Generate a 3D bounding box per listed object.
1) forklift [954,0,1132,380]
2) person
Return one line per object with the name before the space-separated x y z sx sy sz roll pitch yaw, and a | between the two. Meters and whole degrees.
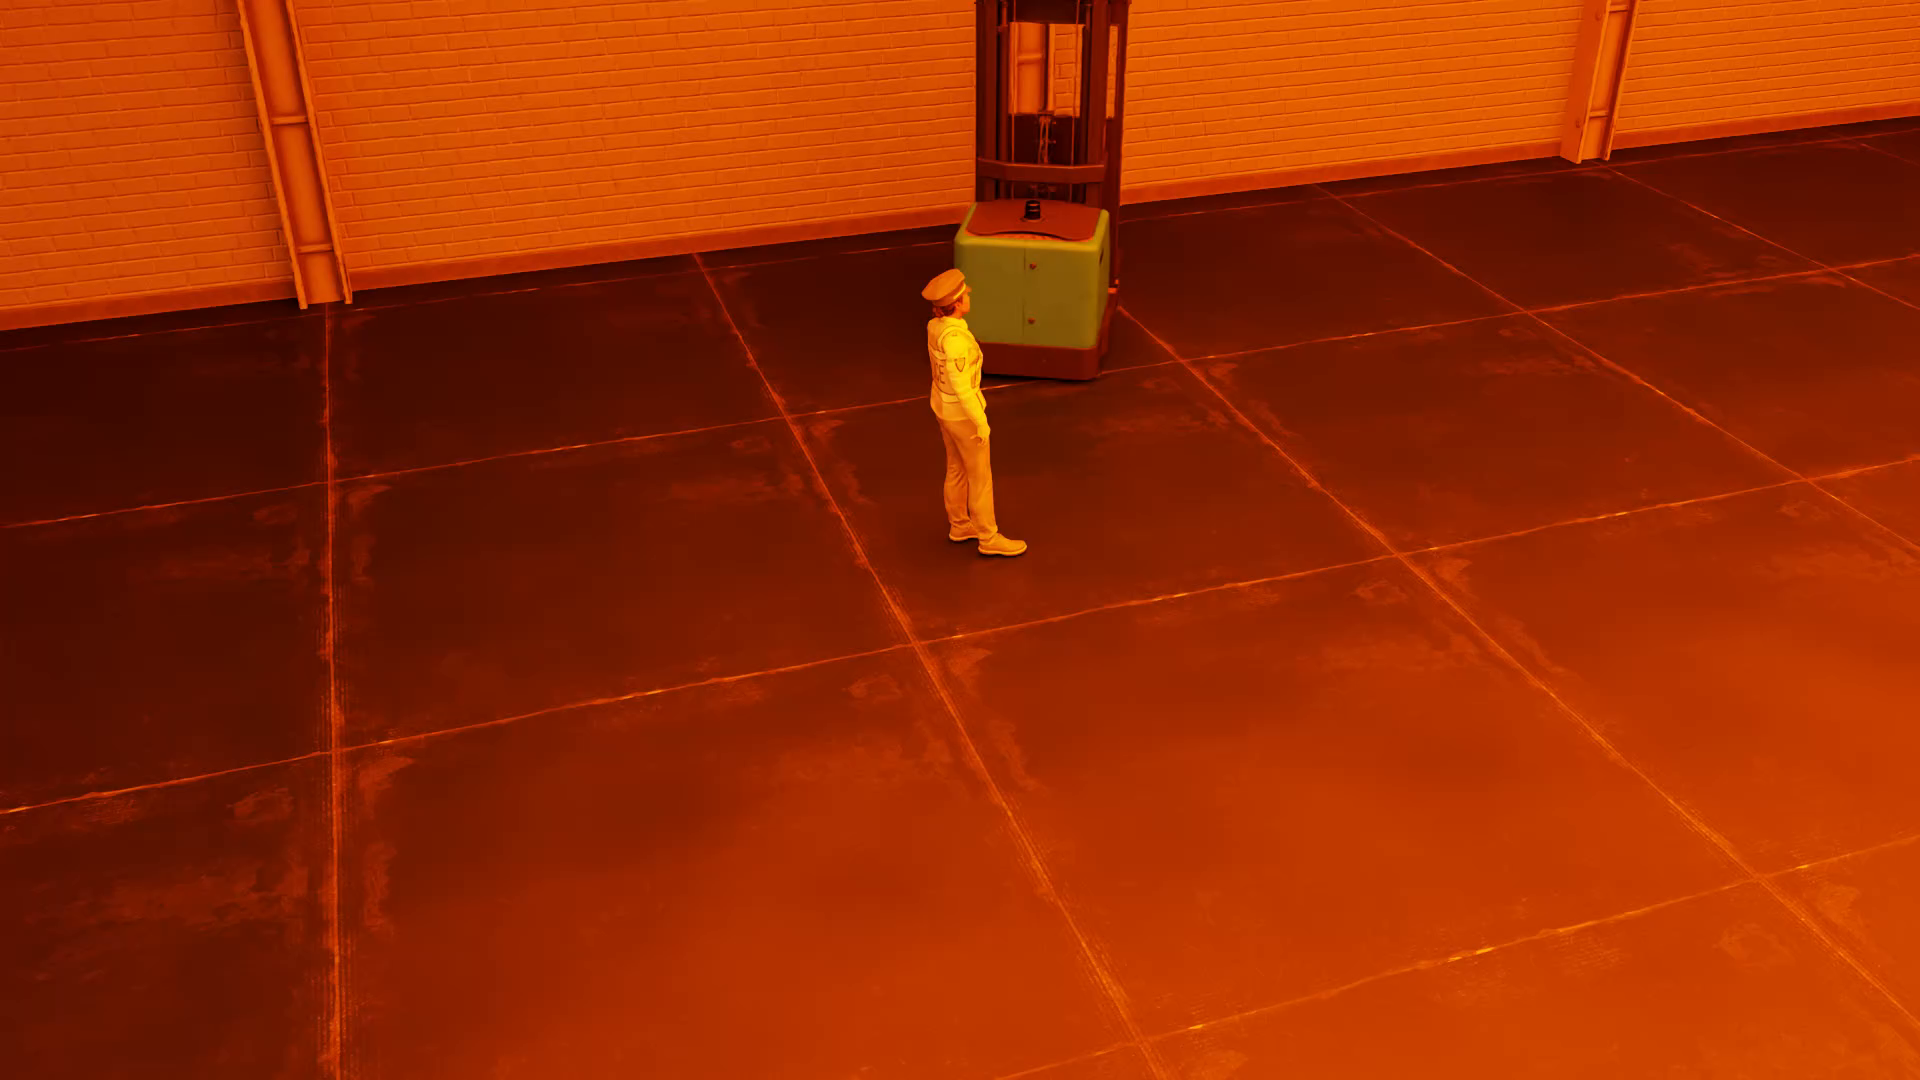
forklift | 0.699 -3.127 12.522 1.130 2.935 3.031 5 30 8
person | 0.066 -0.749 9.613 0.534 1.696 0.587 -10 31 -16
